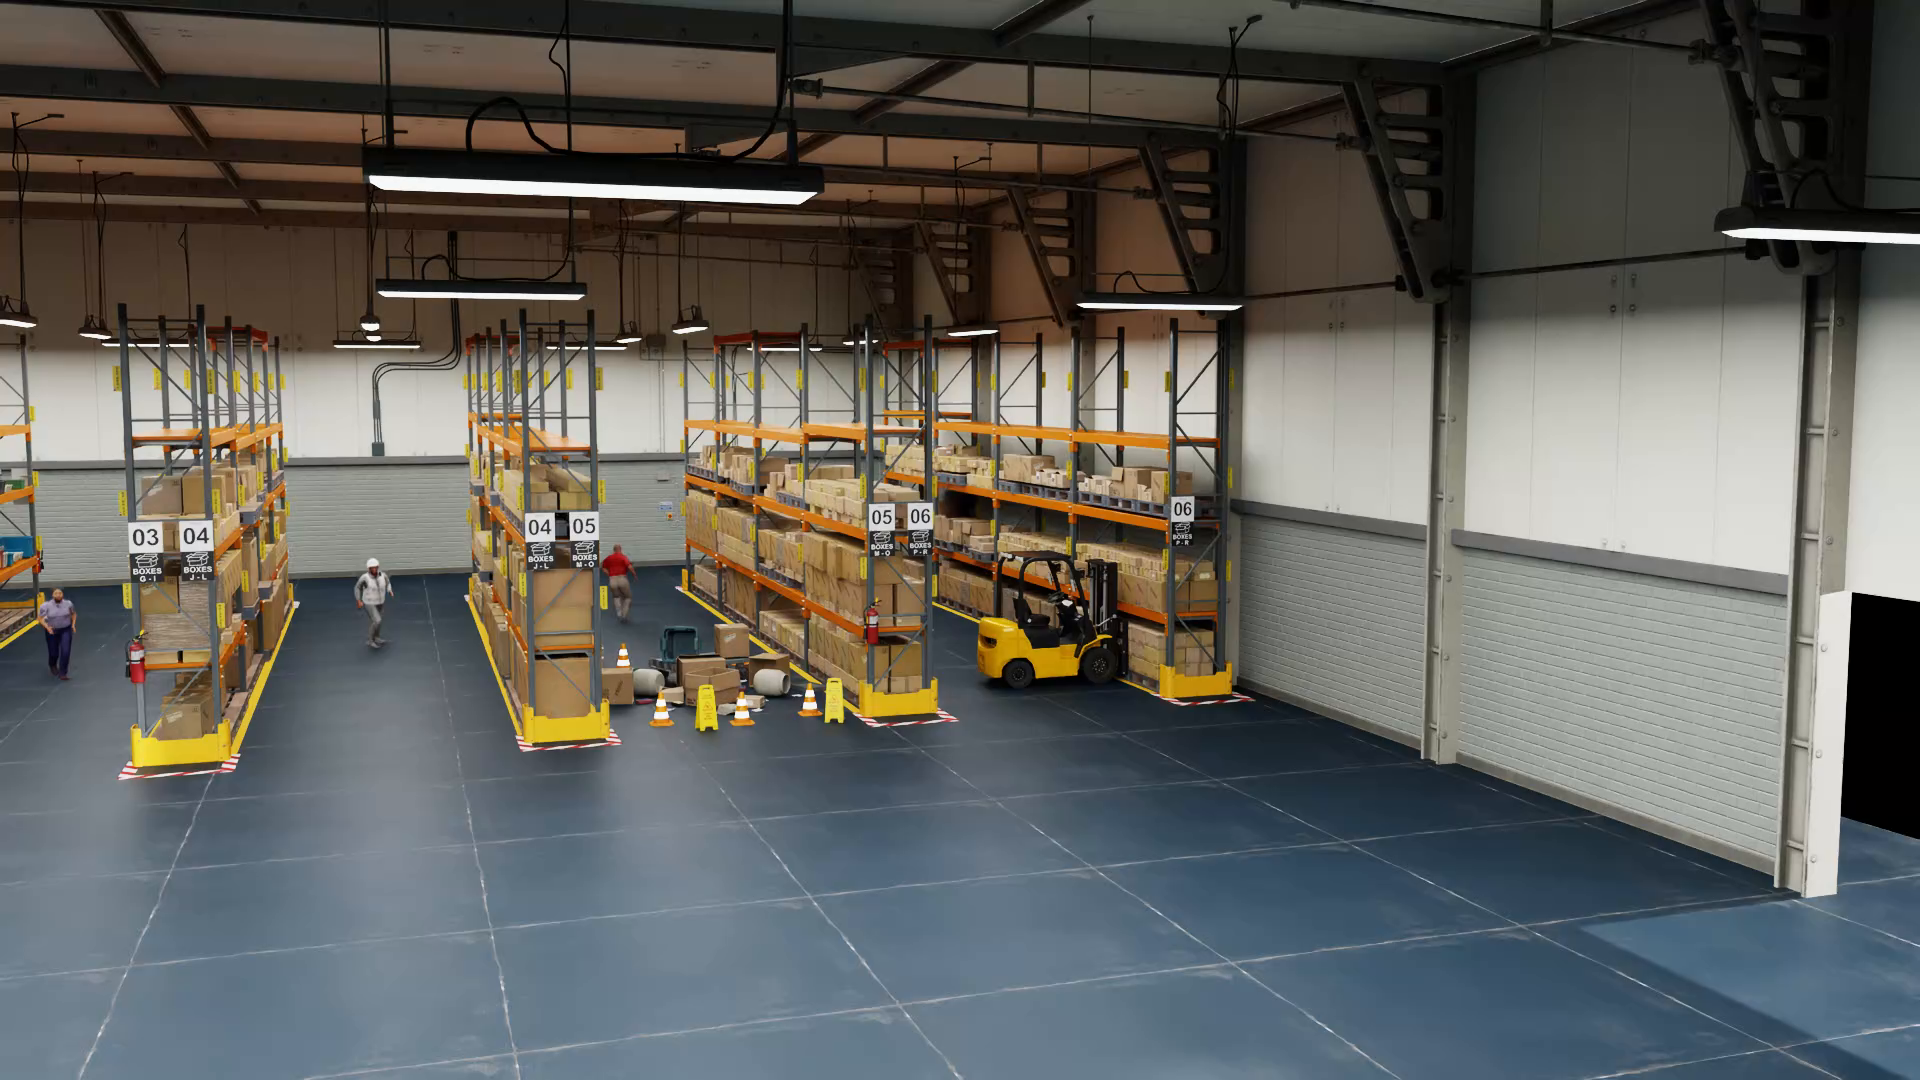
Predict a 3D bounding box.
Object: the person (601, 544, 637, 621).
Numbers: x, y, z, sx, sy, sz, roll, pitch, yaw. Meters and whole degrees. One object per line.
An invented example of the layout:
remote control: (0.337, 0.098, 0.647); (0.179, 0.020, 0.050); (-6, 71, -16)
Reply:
person: (-7.173, 0.904, 34.914); (0.743, 1.637, 0.551); (0, 5, 2)

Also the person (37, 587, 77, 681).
person: (-15.213, 1.568, 28.043); (0.606, 1.594, 0.639); (-4, 7, -34)

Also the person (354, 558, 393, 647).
person: (-11.067, 1.197, 31.556); (0.827, 1.737, 0.654); (3, 6, 28)
